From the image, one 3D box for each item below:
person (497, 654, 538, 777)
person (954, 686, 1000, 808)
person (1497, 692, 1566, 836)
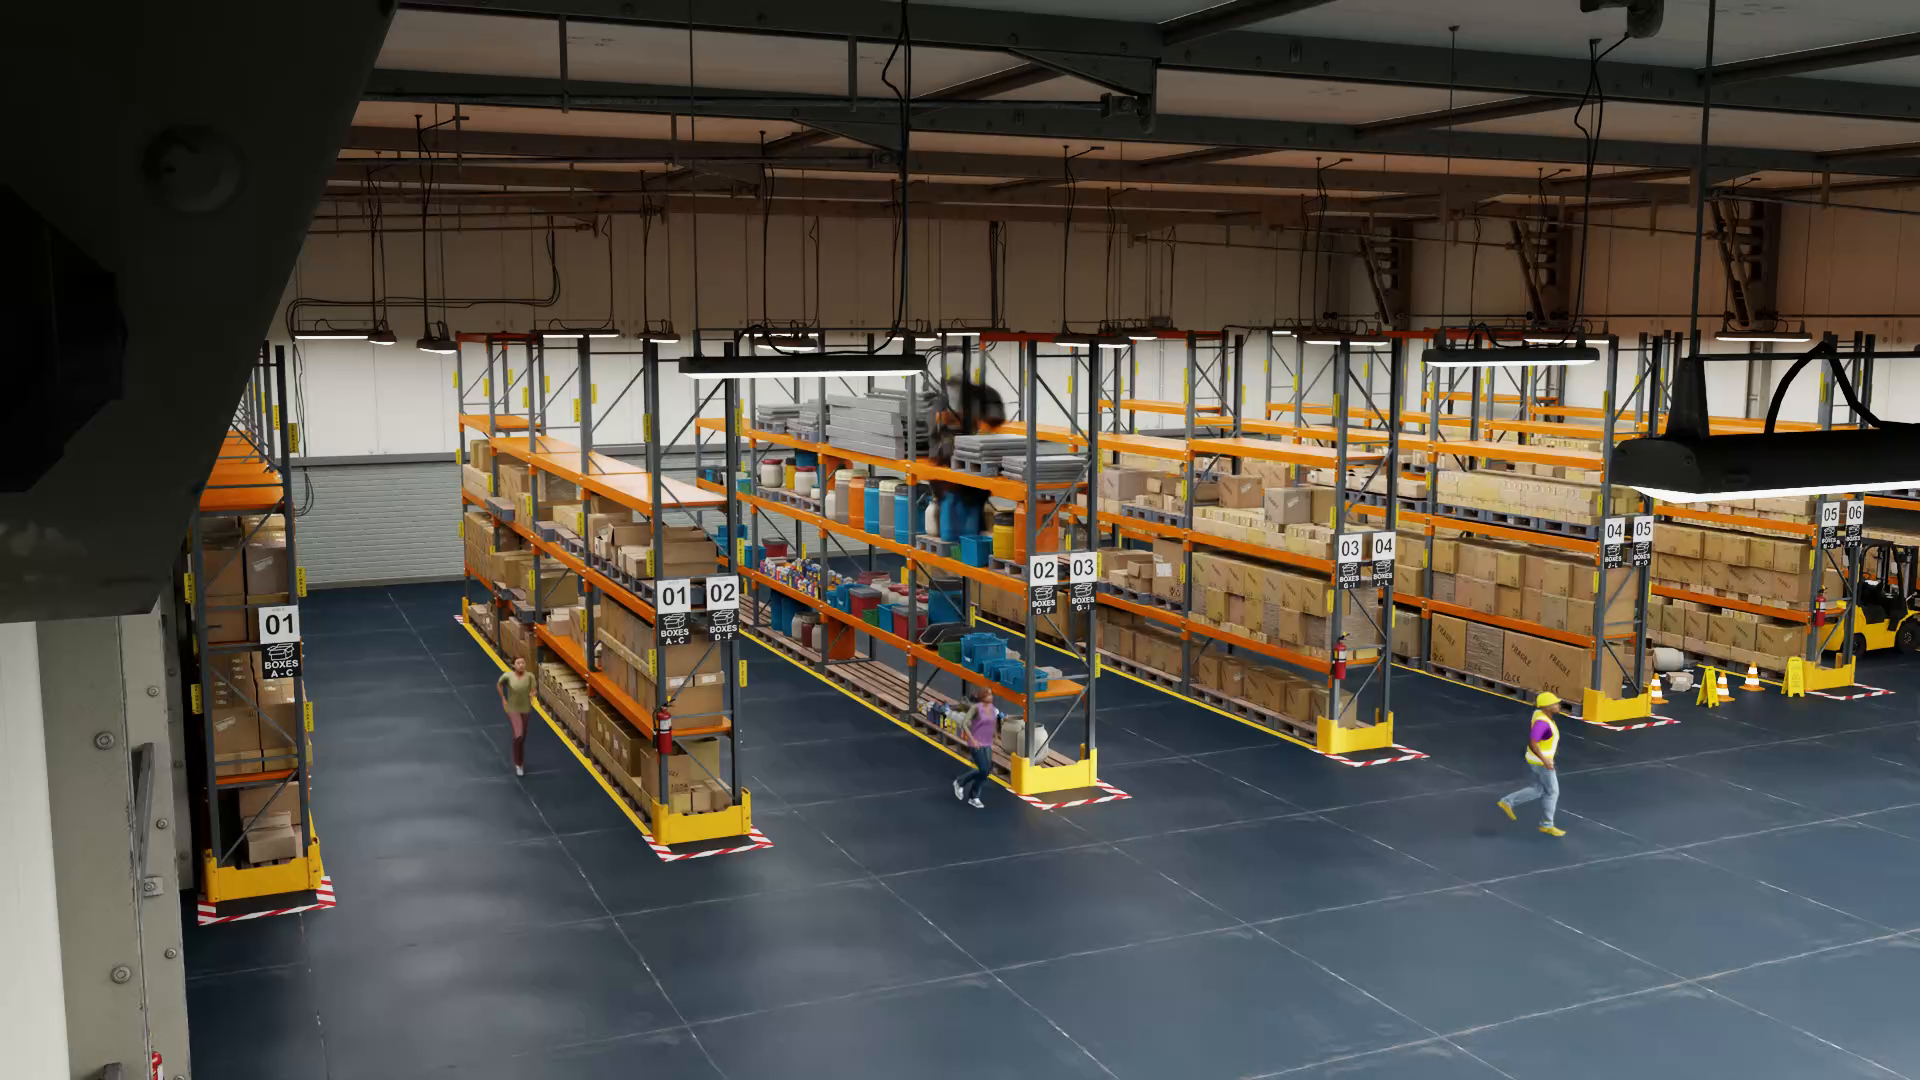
[{"bbox_3d":[-6.136,2.409,23.150,0.493,1.700,0.799,-5,9,-35],"label":"person"},{"bbox_3d":[0.261,2.667,21.627,0.519,1.553,0.571,7,10,40],"label":"person"},{"bbox_3d":[7.043,2.724,20.408,0.810,1.772,0.694,2,8,12],"label":"person"}]
